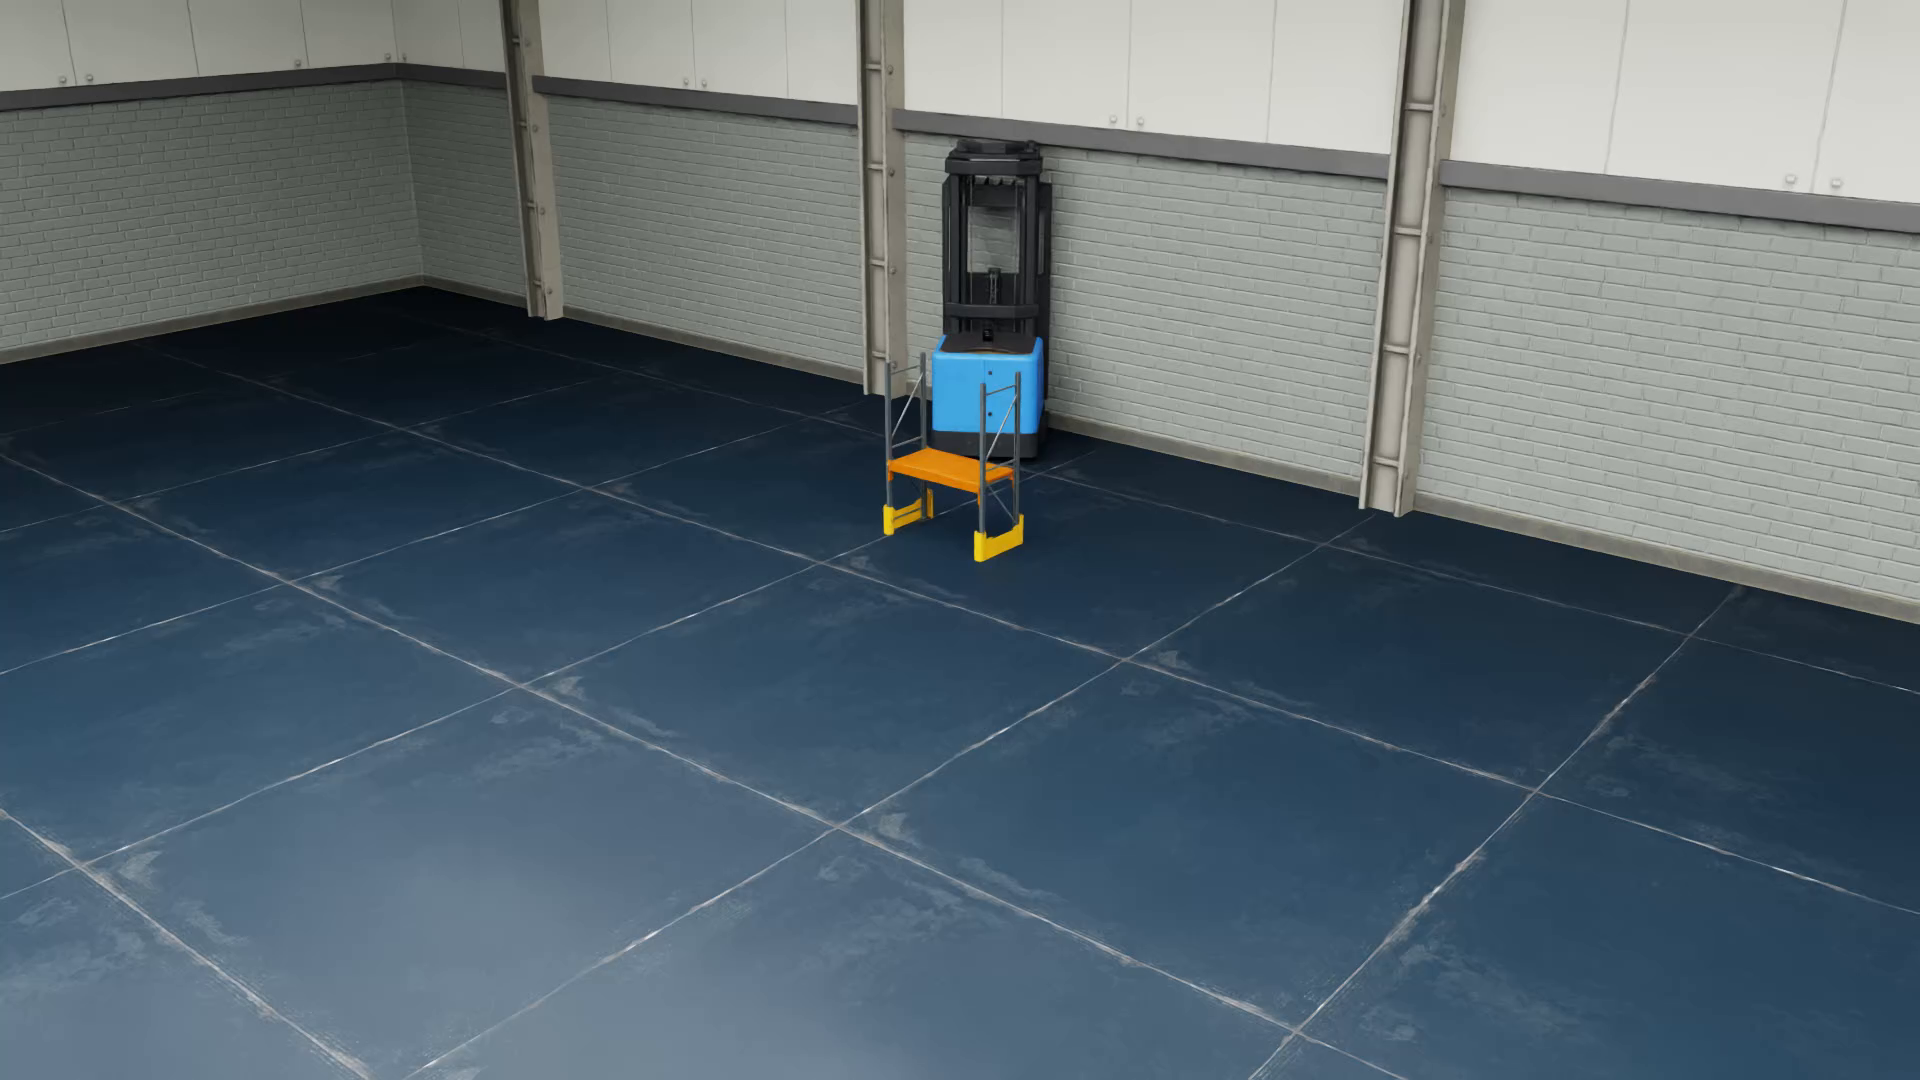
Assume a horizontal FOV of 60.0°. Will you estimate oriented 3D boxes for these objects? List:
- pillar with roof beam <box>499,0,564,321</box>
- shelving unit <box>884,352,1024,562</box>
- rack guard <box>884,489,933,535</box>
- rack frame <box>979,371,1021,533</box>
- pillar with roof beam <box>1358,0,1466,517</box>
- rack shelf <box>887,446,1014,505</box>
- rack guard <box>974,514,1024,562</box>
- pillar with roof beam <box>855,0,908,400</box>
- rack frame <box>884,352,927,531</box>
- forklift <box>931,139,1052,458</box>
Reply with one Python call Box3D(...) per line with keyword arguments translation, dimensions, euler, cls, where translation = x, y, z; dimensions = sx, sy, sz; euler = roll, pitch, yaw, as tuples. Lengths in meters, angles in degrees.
Box3D(translation=(-8.195, -5.995, 17.315), dimensions=(0.400, 9.000, 9.100), euler=(16, 26, 36), cls="pillar with roof beam")
Box3D(translation=(-0.059, -0.719, 13.951), dimensions=(1.083, 1.500, 0.587), euler=(16, 26, 36), cls="shelving unit")
Box3D(translation=(-0.445, -0.245, 14.466), dimensions=(0.087, 0.250, 0.587), euler=(16, 26, 36), cls="rack guard")
Box3D(translation=(0.328, -0.607, 13.655), dimensions=(0.032, 1.500, 0.500), euler=(16, 26, 36), cls="rack frame")
Box3D(translation=(1.102, -3.318, 10.216), dimensions=(0.400, 9.000, 9.100), euler=(16, 26, 36), cls="pillar with roof beam")
Box3D(translation=(-0.066, -0.552, 14.020), dimensions=(1.000, 0.185, 0.538), euler=(16, 26, 36), cls="rack shelf")
Box3D(translation=(0.327, -0.023, 13.877), dimensions=(0.087, 0.250, 0.587), euler=(16, 26, 36), cls="rack guard")
Box3D(translation=(-3.546, -4.657, 13.765), dimensions=(0.400, 9.000, 9.100), euler=(16, 26, 36), cls="pillar with roof beam")
Box3D(translation=(-0.460, -0.834, 14.257), dimensions=(0.032, 1.500, 0.500), euler=(16, 26, 36), cls="rack frame")
Box3D(translation=(0.393, -2.645, 17.030), dimensions=(1.130, 2.935, 3.031), euler=(2, 21, 6), cls="forklift")
